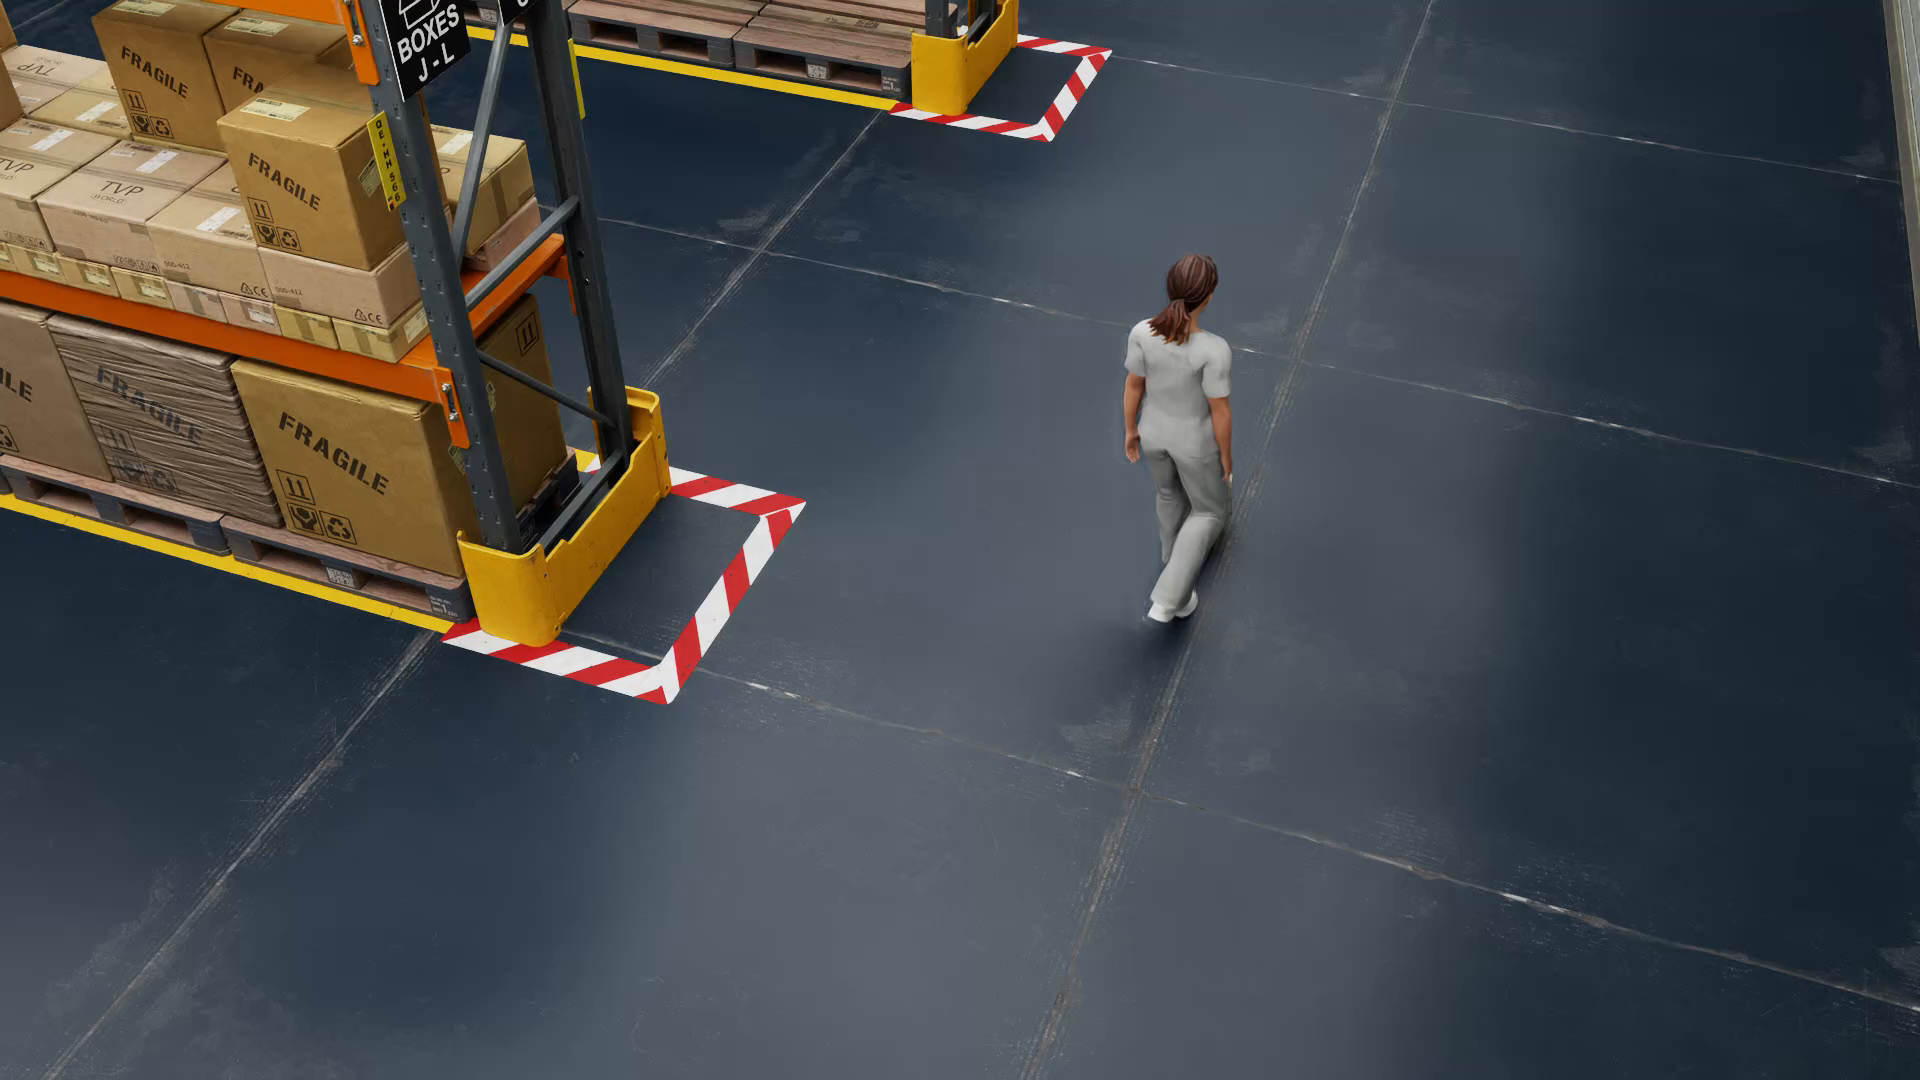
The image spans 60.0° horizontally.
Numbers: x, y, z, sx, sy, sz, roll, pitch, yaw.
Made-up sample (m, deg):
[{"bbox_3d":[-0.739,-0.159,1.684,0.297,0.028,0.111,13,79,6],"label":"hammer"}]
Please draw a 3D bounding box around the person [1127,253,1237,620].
[{"bbox_3d":[0.913,-0.425,6.613,0.463,1.666,0.685,25,47,25],"label":"person"}]
